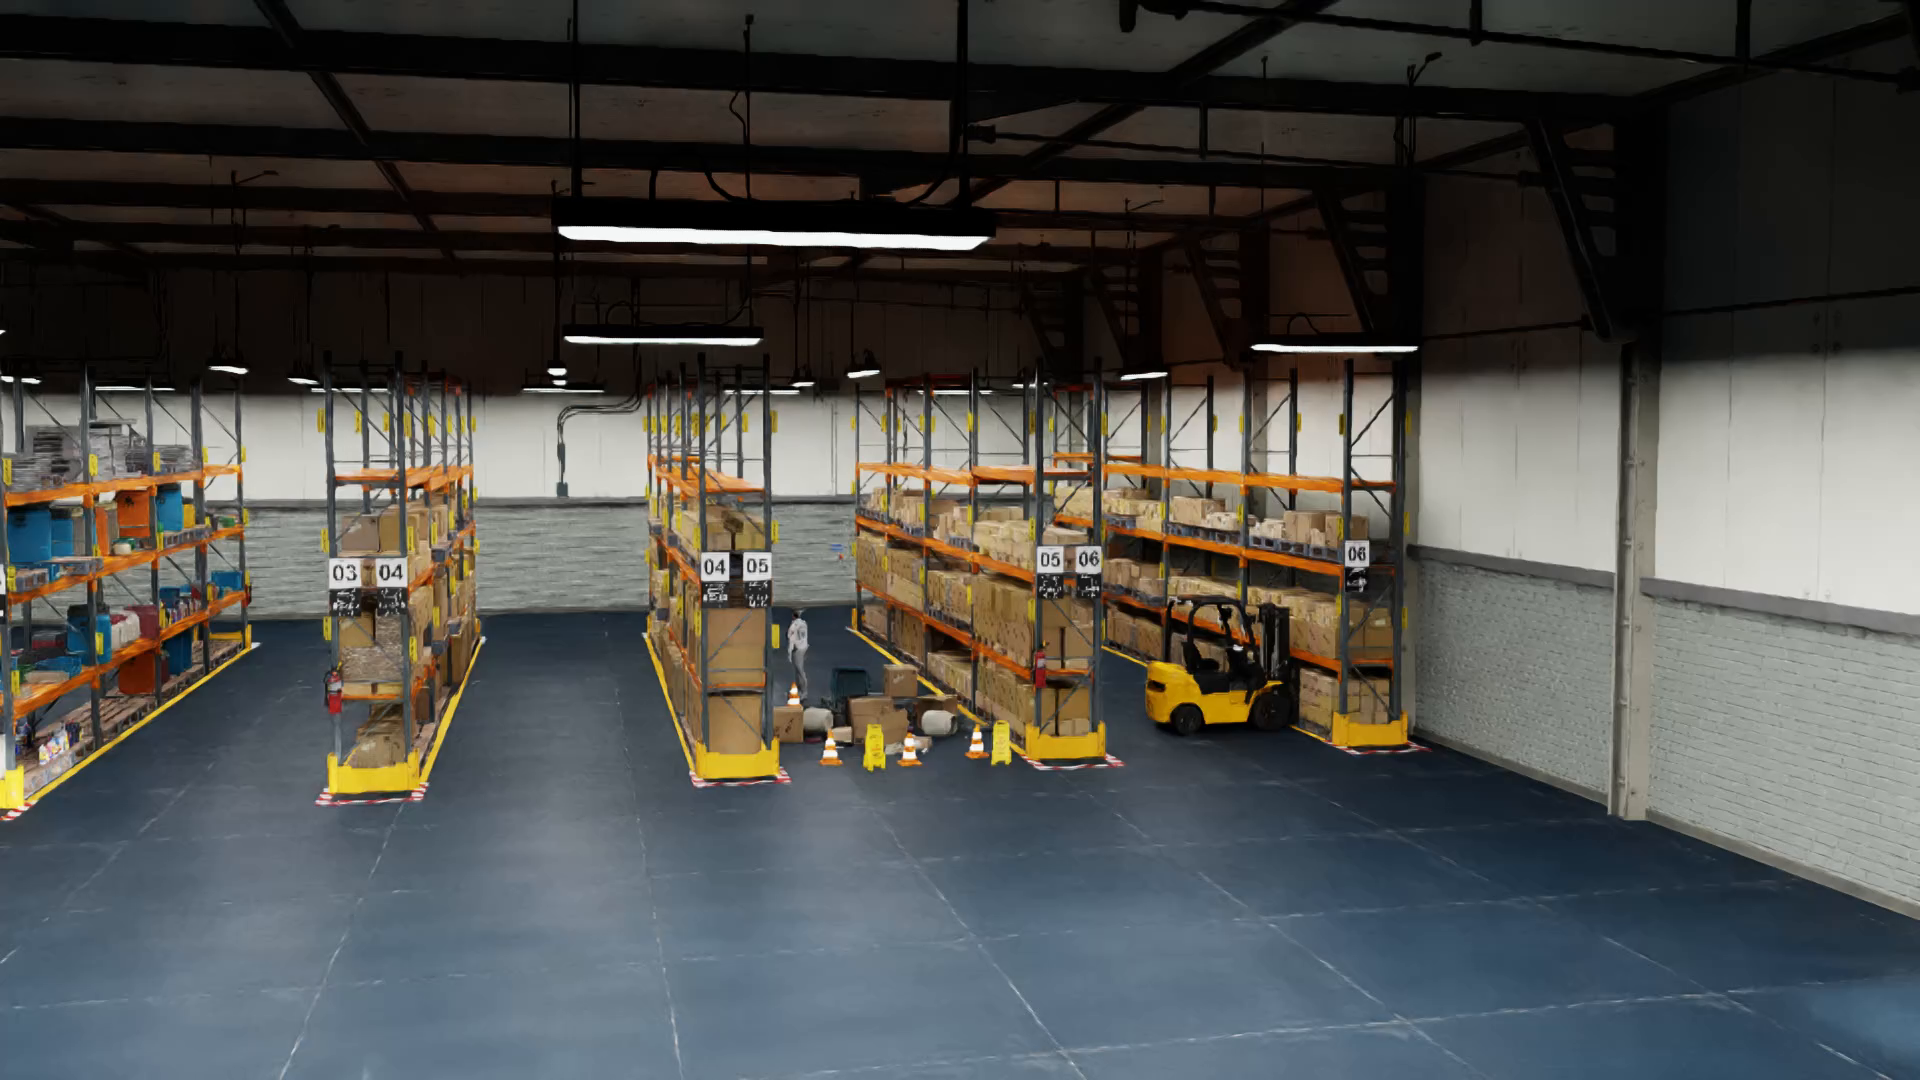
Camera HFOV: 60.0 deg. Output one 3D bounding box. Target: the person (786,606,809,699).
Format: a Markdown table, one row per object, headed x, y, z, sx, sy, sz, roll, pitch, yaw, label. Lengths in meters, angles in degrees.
| x | y | z | sx | sy | sz | roll | pitch | yaw | label |
| --- | --- | --- | --- | --- | --- | --- | --- | --- | --- |
| -2.987 | 2.038 | 30.435 | 0.544 | 1.667 | 0.573 | 1 | 4 | 19 | person |
